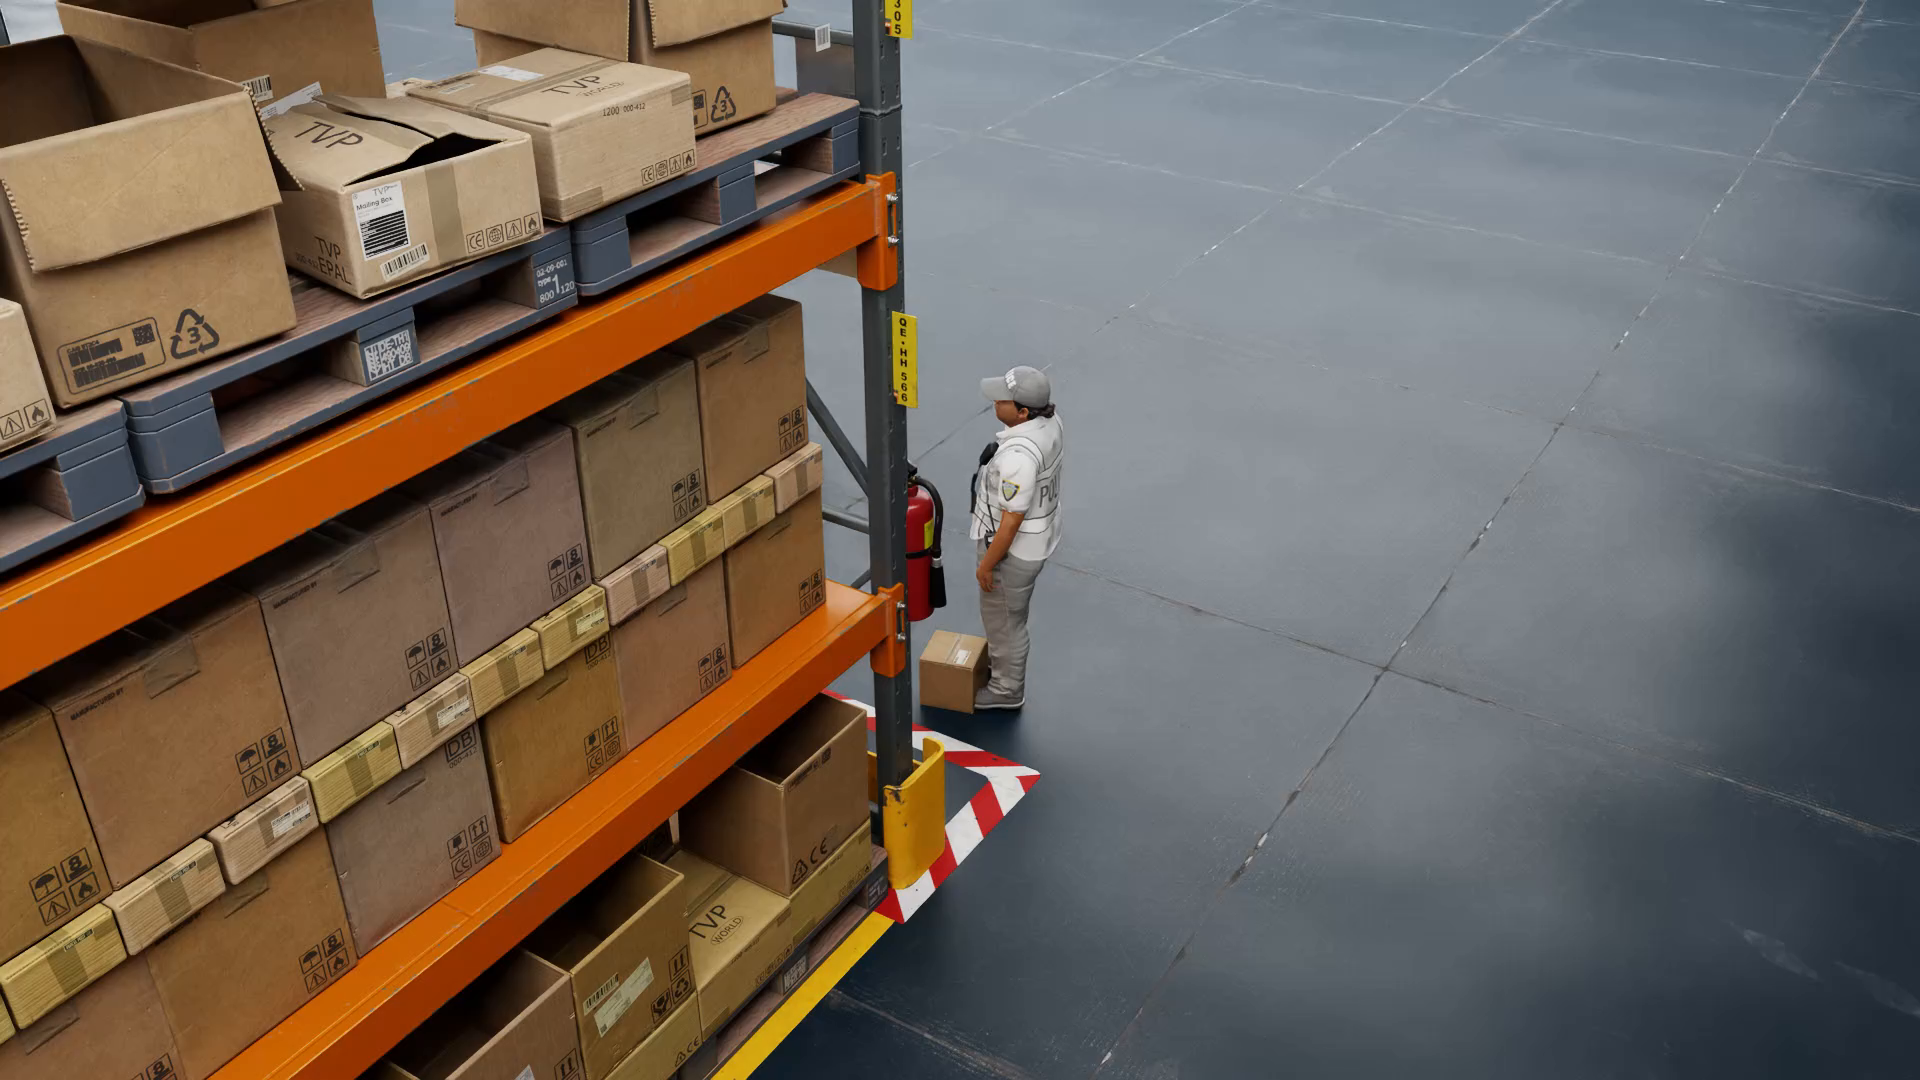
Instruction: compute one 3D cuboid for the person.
[{"bbox_3d":[0.165,-0.014,7.129,0.529,1.670,0.598,10,32,16],"label":"person"}]
